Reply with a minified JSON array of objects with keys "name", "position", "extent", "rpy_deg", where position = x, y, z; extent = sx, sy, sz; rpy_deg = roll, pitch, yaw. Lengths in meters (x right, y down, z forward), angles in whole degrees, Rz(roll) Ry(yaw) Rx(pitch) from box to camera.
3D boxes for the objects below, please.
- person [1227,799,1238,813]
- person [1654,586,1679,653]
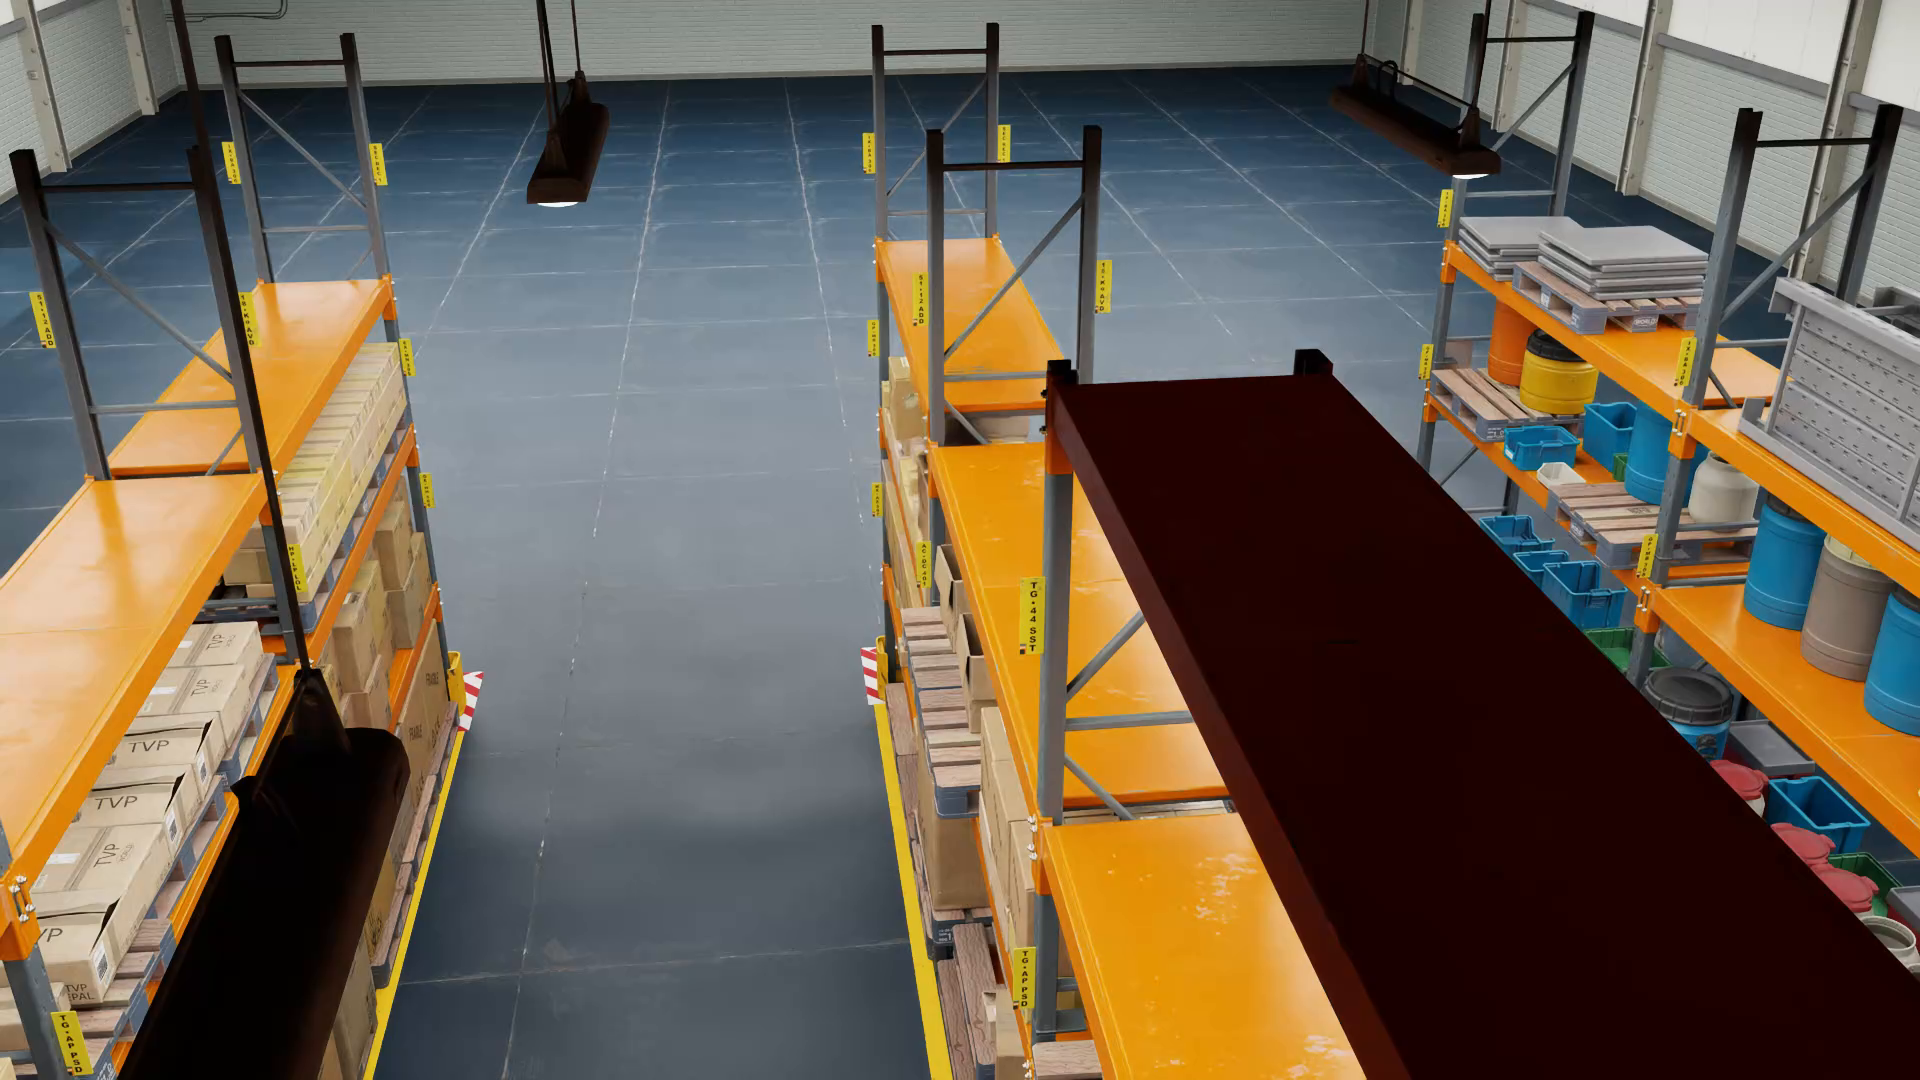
[{"name":"person","position":[1.853,2.331,11.613],"extent":[0.526,1.654,1.034],"rpy_deg":[-1,26,-2]},{"name":"person","position":[6.601,0.466,15.706],"extent":[0.344,1.600,0.507],"rpy_deg":[12,28,24]}]
